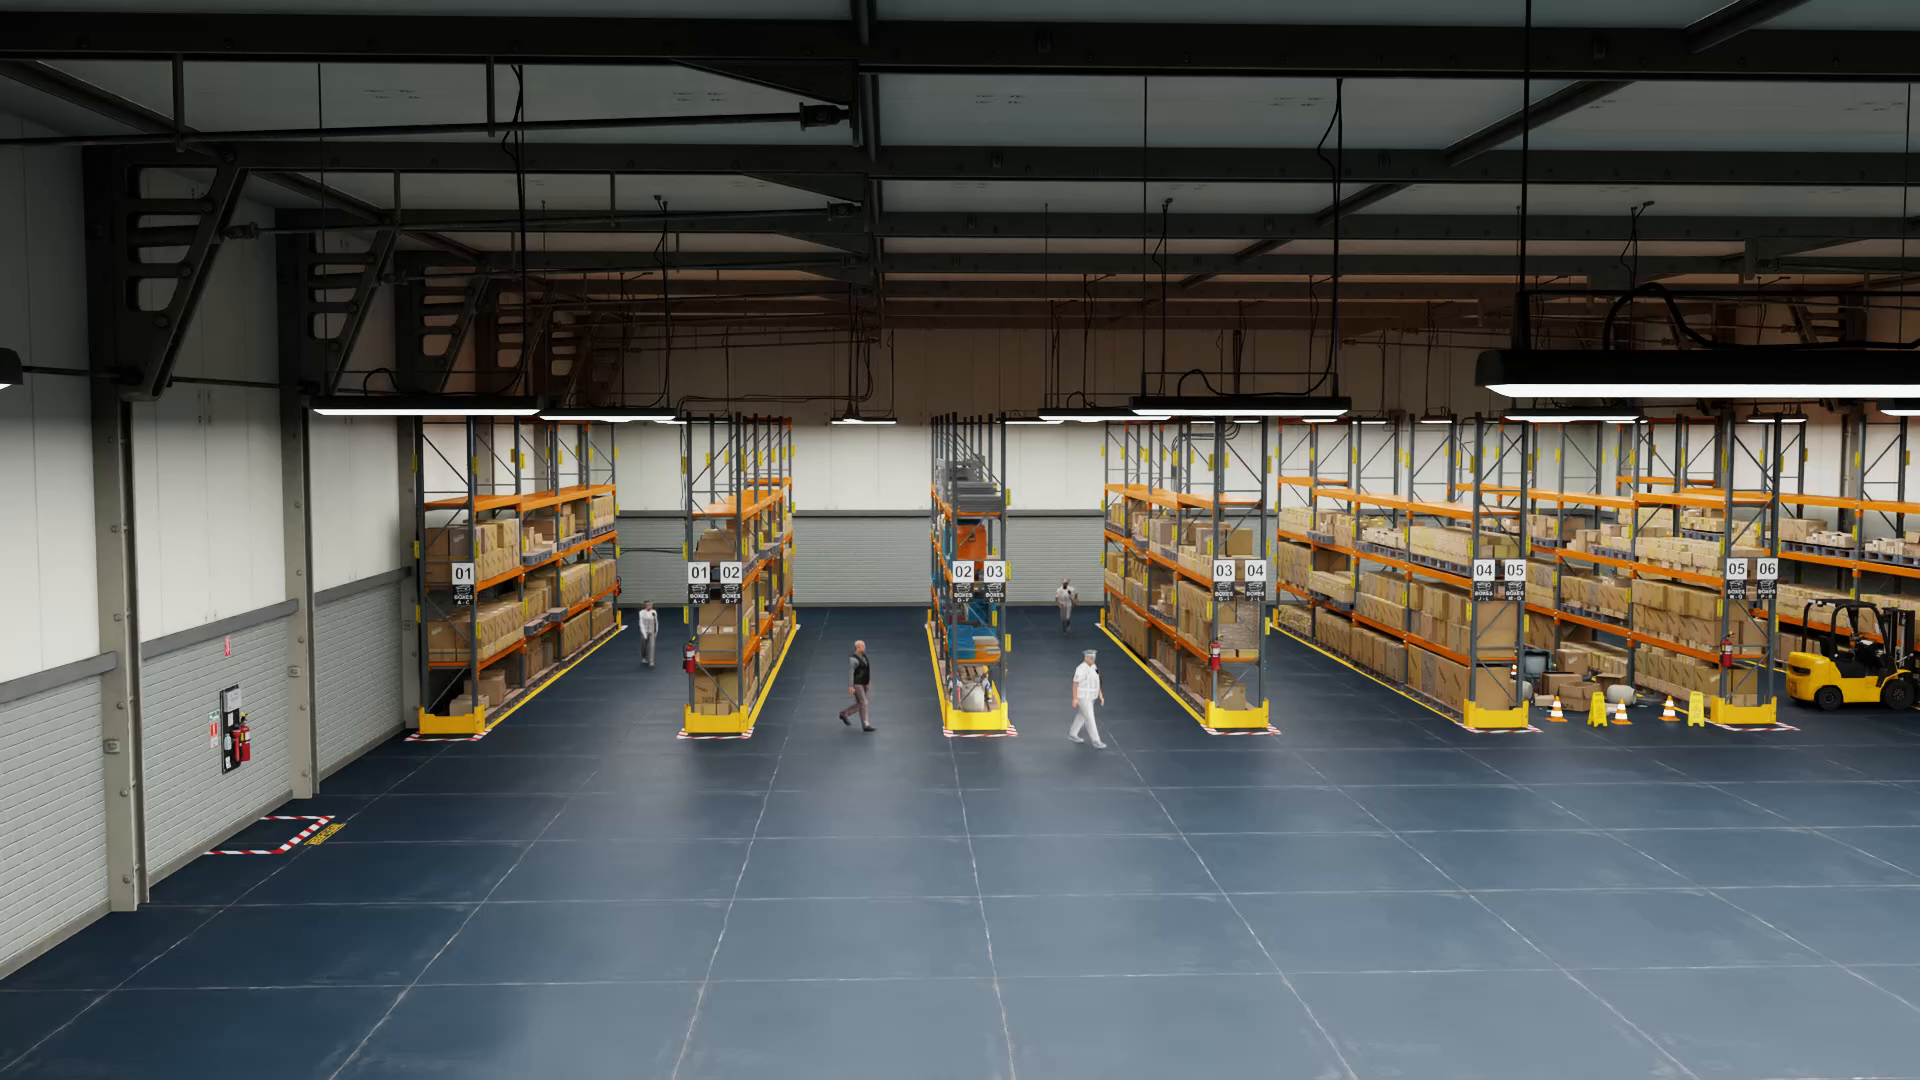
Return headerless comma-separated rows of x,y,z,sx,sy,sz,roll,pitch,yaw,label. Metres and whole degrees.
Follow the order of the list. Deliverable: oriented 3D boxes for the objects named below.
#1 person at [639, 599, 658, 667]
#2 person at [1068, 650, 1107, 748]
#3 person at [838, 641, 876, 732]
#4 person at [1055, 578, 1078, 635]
-7.443,2.206,39.782,0.468,1.584,1.067,-1,4,-18,person
2.318,2.816,29.805,0.988,1.701,0.570,3,5,35,person
-1.920,2.737,31.362,0.886,1.697,0.577,2,4,24,person
2.929,1.821,45.629,0.614,1.603,0.738,0,4,7,person
